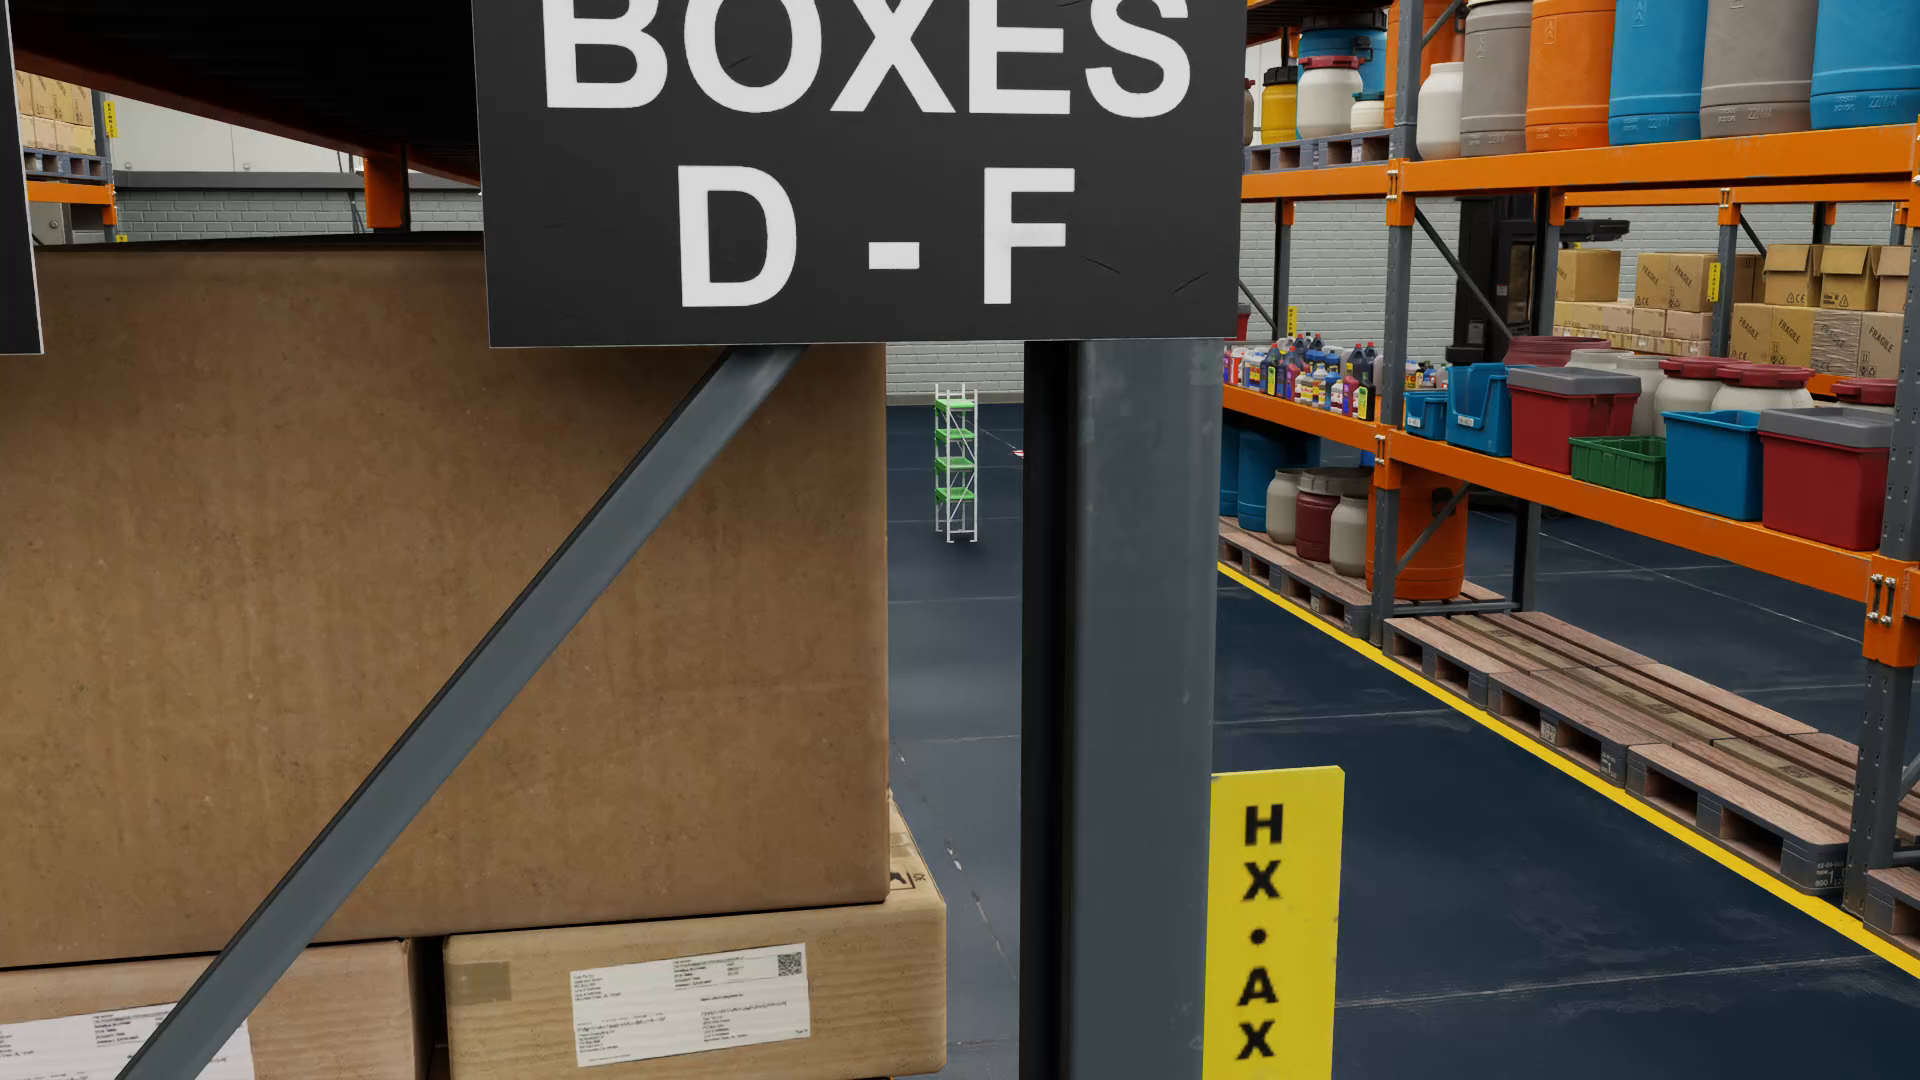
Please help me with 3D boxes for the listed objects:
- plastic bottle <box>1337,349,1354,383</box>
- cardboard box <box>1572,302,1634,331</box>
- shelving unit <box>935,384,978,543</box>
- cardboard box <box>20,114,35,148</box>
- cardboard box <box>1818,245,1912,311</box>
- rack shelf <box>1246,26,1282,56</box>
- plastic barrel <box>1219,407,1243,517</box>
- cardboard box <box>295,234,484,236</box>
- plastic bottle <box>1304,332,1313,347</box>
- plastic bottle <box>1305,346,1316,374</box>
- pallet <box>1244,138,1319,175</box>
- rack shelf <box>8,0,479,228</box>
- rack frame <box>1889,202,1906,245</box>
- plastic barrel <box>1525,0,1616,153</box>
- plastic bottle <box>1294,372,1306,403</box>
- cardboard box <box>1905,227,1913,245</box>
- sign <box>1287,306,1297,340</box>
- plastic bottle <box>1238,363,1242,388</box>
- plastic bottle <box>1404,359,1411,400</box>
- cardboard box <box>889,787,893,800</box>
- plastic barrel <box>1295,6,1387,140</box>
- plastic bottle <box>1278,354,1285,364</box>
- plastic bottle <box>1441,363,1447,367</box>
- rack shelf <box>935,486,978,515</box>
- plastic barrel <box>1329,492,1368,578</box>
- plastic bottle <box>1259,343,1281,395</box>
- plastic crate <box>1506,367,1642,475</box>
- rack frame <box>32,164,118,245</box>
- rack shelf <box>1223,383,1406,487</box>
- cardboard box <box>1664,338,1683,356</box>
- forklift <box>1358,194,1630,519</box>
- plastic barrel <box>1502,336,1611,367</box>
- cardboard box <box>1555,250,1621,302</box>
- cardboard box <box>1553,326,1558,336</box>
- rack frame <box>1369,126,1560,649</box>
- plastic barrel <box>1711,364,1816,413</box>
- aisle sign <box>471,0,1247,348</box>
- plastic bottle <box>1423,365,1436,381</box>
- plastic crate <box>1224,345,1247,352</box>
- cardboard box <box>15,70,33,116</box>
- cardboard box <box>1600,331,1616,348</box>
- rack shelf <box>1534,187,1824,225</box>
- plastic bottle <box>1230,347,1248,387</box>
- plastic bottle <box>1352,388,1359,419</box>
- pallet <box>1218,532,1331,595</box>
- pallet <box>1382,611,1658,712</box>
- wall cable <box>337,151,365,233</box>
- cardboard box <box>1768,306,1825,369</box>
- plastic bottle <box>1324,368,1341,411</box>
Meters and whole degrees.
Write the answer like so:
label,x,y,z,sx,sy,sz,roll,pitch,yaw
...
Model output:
label,x,y,z,sx,sy,sz,roll,pitch,yaw
plastic bottle,2.804,-1.246,12.054,0.152,0.276,0.135,-2,11,-11
cardboard box,6.387,-2.200,16.338,0.500,0.250,0.500,-2,11,-12
shelving unit,-0.032,-0.620,13.244,0.258,1.200,0.503,-2,11,-11
cardboard box,-7.616,-3.214,13.046,0.500,0.250,0.500,-2,11,-13
cardboard box,7.283,-2.073,13.117,0.797,0.503,0.637,-2,11,-10
rack shelf,1.781,-4.358,15.022,1.077,0.370,4.000,-2,11,-11
plastic barrel,2.259,-0.670,13.181,0.600,0.901,0.708,-2,11,-11
cardboard box,-0.748,-0.277,2.892,0.700,0.500,0.500,-2,11,-11
plastic bottle,2.670,-1.414,12.733,0.144,0.351,0.185,-2,11,-11
plastic bottle,2.614,-1.303,12.365,0.097,0.271,0.097,0,11,0
pallet,2.642,-2.627,11.459,1.003,0.211,1.213,-2,11,-11
rack shelf,-0.745,-0.701,2.759,1.077,0.370,4.000,-2,11,-11
rack frame,11.135,-2.670,19.202,1.000,3.000,0.127,-2,11,-11
plastic barrel,3.022,-2.267,7.913,0.600,0.830,0.708,-2,11,-11
plastic bottle,2.269,-1.011,11.017,0.097,0.201,0.097,0,11,0
cardboard box,10.962,-3.264,18.588,0.500,0.500,0.500,-2,11,-11
sign,2.710,-1.750,13.629,0.100,0.325,0.005,-2,11,-11
plastic bottle,2.062,-1.206,12.042,0.097,0.201,0.097,0,11,0
plastic bottle,3.005,-1.080,11.195,0.097,0.271,0.097,0,11,0
cardboard box,-0.275,0.290,1.648,0.380,0.149,0.250,-2,11,-12
plastic barrel,2.652,-3.213,11.569,0.600,0.901,0.708,-2,11,-11
plastic bottle,2.226,-1.132,11.436,0.061,0.283,0.133,-2,11,-11
plastic bottle,3.109,-1.006,10.770,0.061,0.283,0.133,-2,11,-11
rack shelf,-0.032,-0.321,13.301,0.258,0.148,0.480,-2,11,-11
plastic barrel,2.639,-0.034,10.885,0.421,0.512,0.421,0,11,0
plastic bottle,2.176,-1.194,11.579,0.144,0.351,0.185,-2,11,-11
plastic crate,2.962,-0.585,8.075,0.402,0.464,0.583,-2,11,-11
rack frame,-8.326,-1.968,15.513,1.000,3.000,0.127,-2,11,-11
rack shelf,2.559,-0.874,11.691,1.077,0.370,4.000,-2,11,-11
cardboard box,6.597,-1.742,15.001,0.380,0.149,0.250,-2,11,-10
forklift,5.118,-1.727,14.432,3.031,2.935,1.130,8,13,36
plastic barrel,3.335,-0.854,9.295,0.600,0.536,0.708,-2,11,-11
cardboard box,6.283,-2.665,16.774,0.500,0.500,0.500,-2,11,-13
cardboard box,6.197,-2.119,16.980,0.380,0.149,0.250,-2,11,-12
rack frame,2.948,-0.861,9.697,1.000,3.000,0.127,-2,11,-11
plastic barrel,3.612,-0.512,7.500,0.433,0.535,0.433,0,11,0
aisle sign,-0.042,-0.490,0.797,0.394,0.787,0.004,-2,11,-11
plastic bottle,3.035,-0.994,10.739,0.097,0.271,0.097,0,11,0
plastic crate,2.220,-1.585,14.046,0.396,0.136,0.243,-2,11,-11
cardboard box,-7.619,-3.583,12.983,0.500,0.500,0.500,-2,11,-11
cardboard box,6.397,-1.931,15.990,0.380,0.149,0.250,-2,11,-12
rack shelf,6.639,-3.261,16.211,1.077,0.370,4.000,-2,11,-11
plastic bottle,2.066,-1.265,12.152,0.152,0.276,0.135,-2,11,-11
plastic bottle,2.446,-0.844,10.138,0.097,0.201,0.097,0,11,0
pallet,2.520,0.143,11.882,1.003,0.211,1.213,-2,11,-11
pallet,3.060,0.653,9.204,1.003,0.211,1.213,-2,11,-11
wall cable,-9.075,-4.440,20.760,3.097,2.526,0.112,-2,11,-11
cardboard box,6.971,-1.638,13.513,0.500,0.500,0.500,-2,11,-11
plastic bottle,2.363,-0.956,10.542,0.097,0.271,0.097,0,11,0
